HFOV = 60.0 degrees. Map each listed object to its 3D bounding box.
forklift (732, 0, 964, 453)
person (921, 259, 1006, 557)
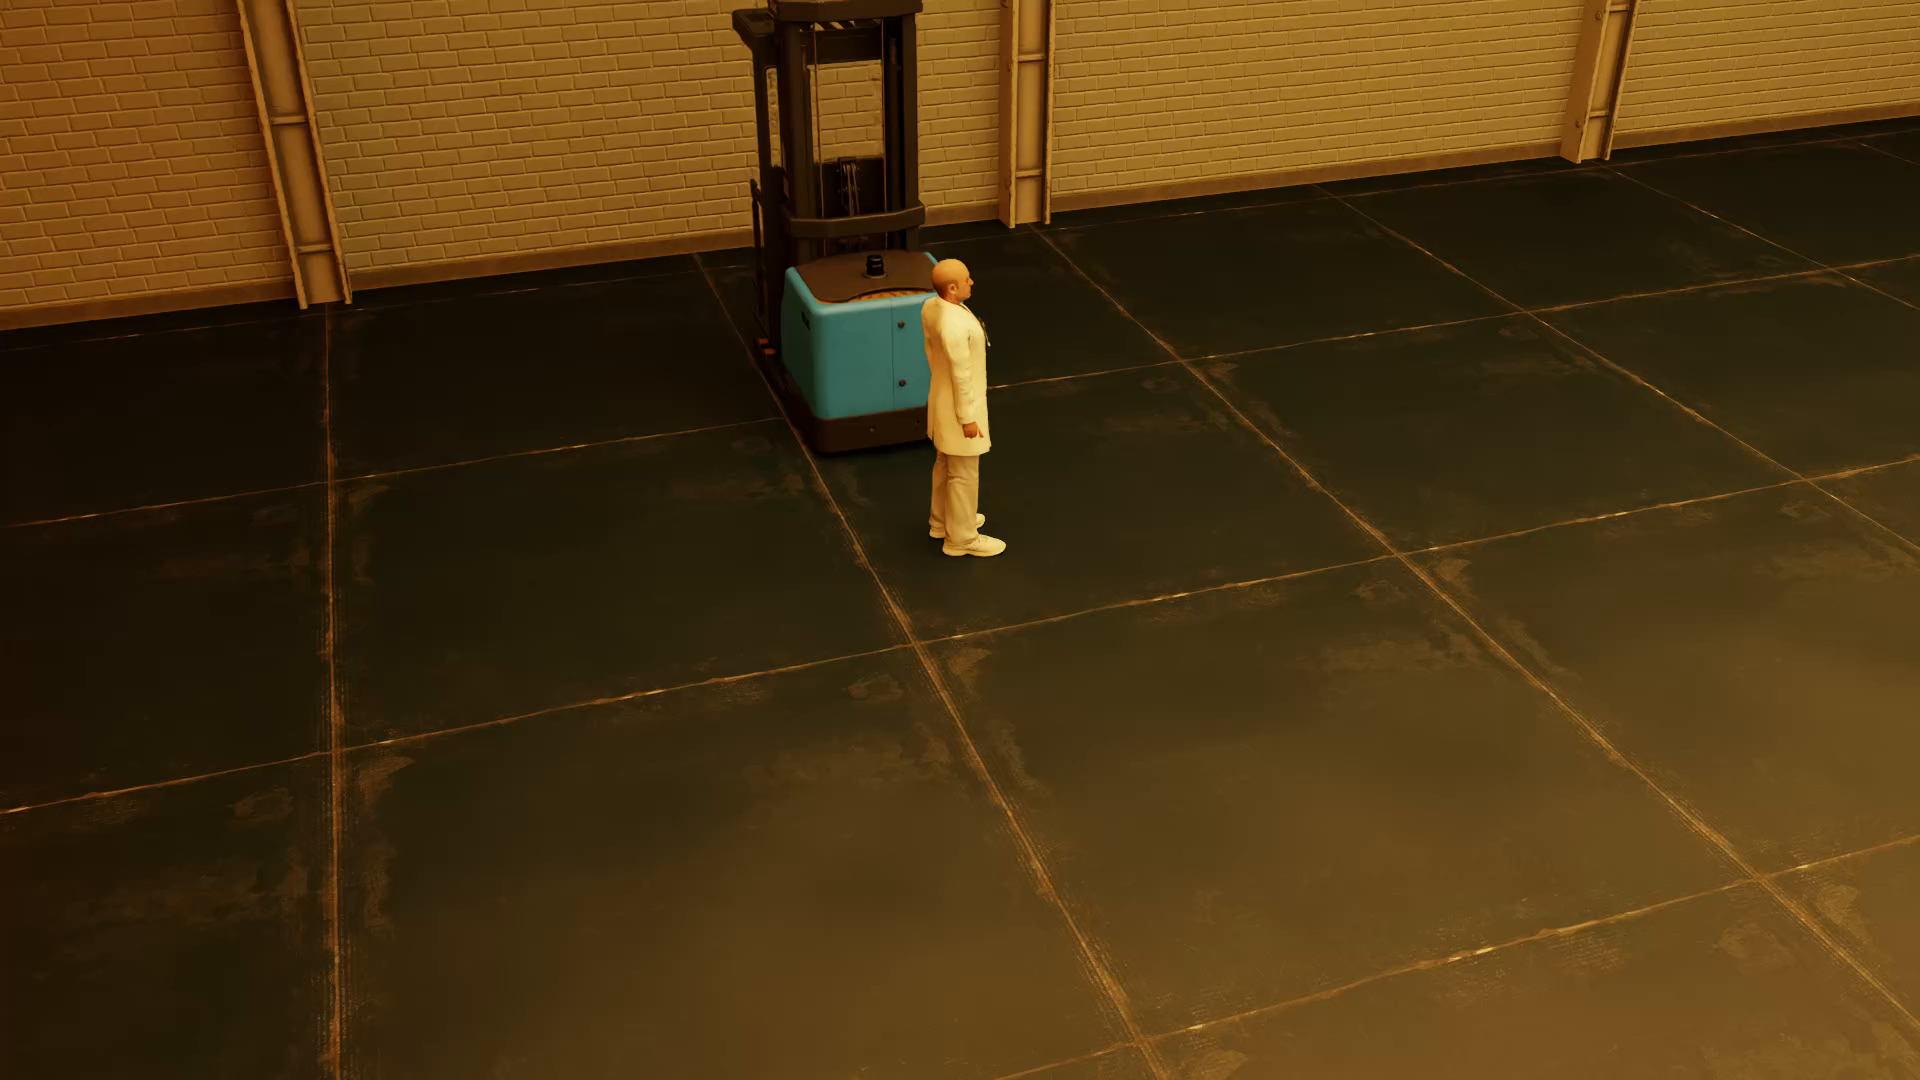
[{"bbox_3d":[-0.896,-2.562,11.540,1.130,2.935,3.031,-9,31,-16],"label":"forklift"},{"bbox_3d":[0.017,-0.775,9.589,0.391,1.782,0.553,-10,31,-16],"label":"person"}]
